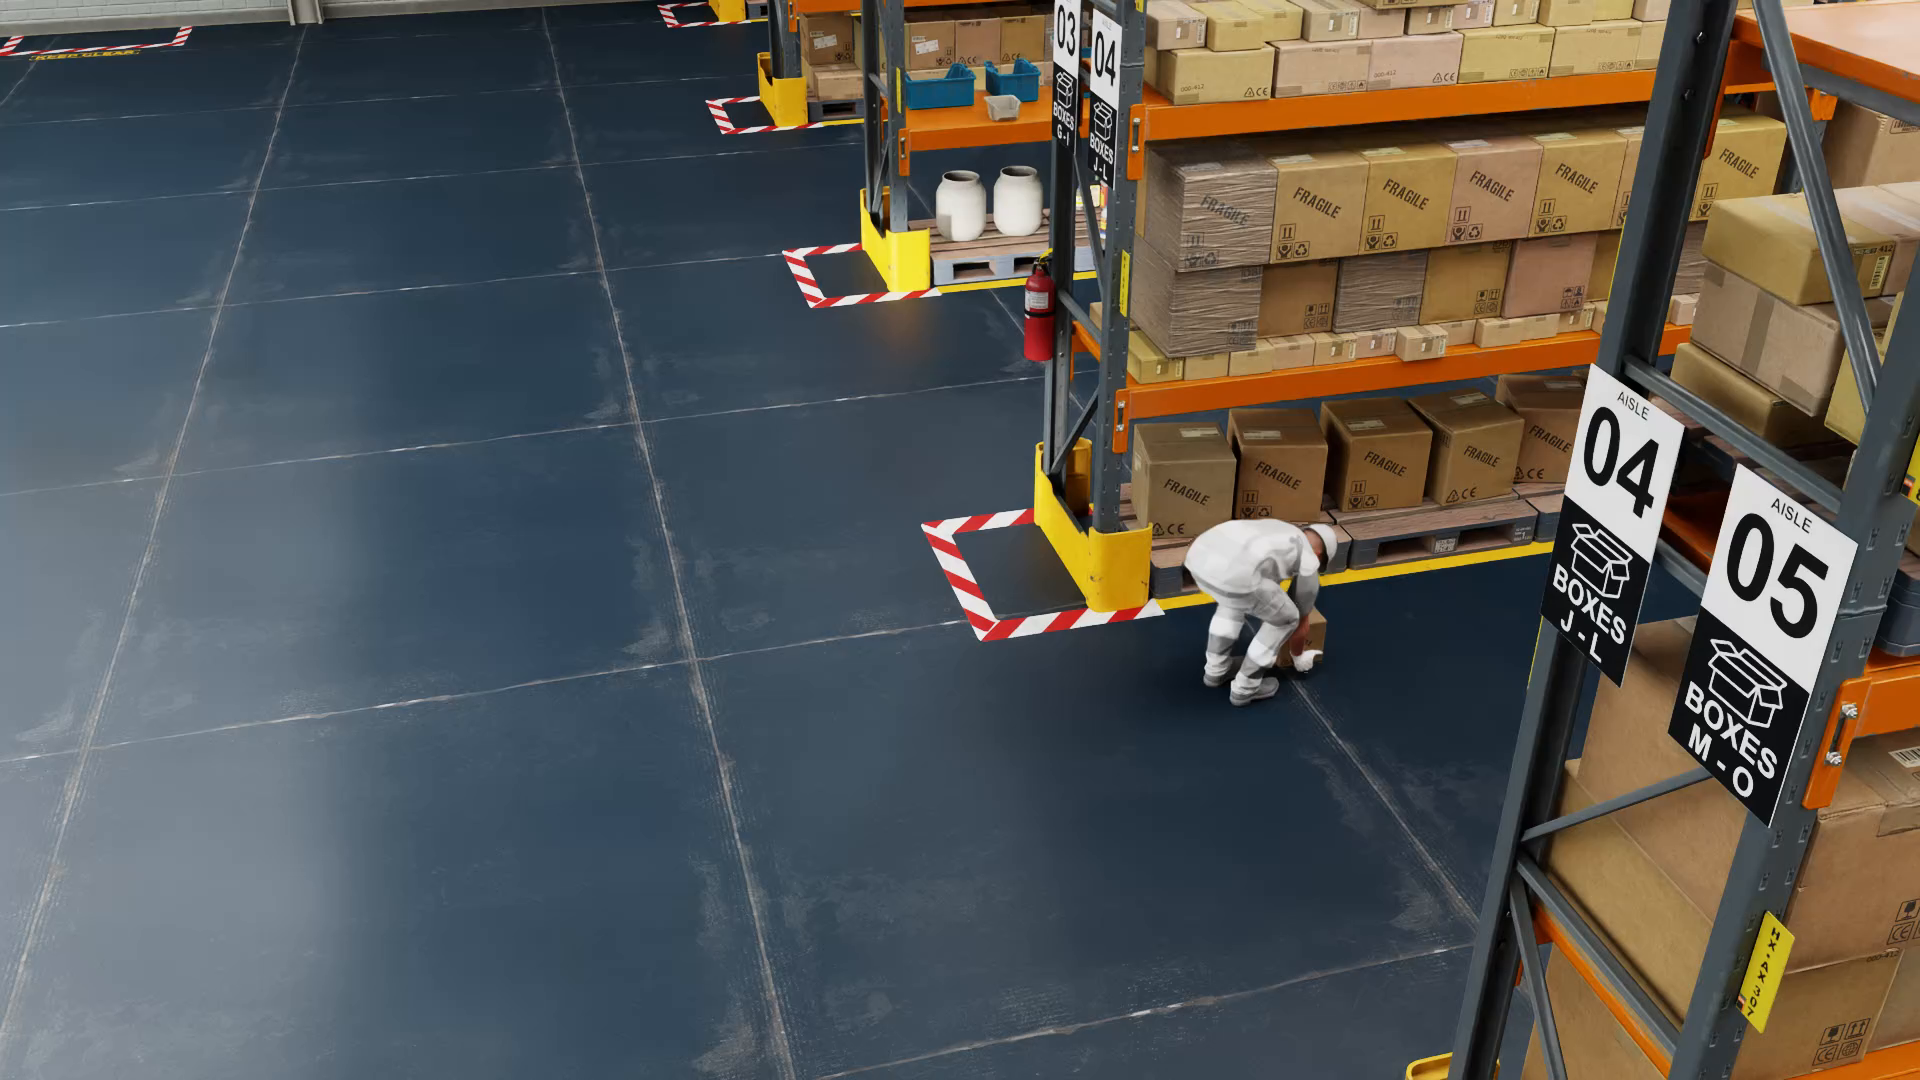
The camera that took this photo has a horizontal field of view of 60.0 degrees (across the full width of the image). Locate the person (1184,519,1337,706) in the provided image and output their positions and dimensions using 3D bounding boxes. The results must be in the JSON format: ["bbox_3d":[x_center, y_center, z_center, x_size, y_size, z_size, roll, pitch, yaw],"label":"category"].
[{"bbox_3d":[1.553,0.297,8.502,0.949,0.984,0.516,-21,36,-32],"label":"person"}]
